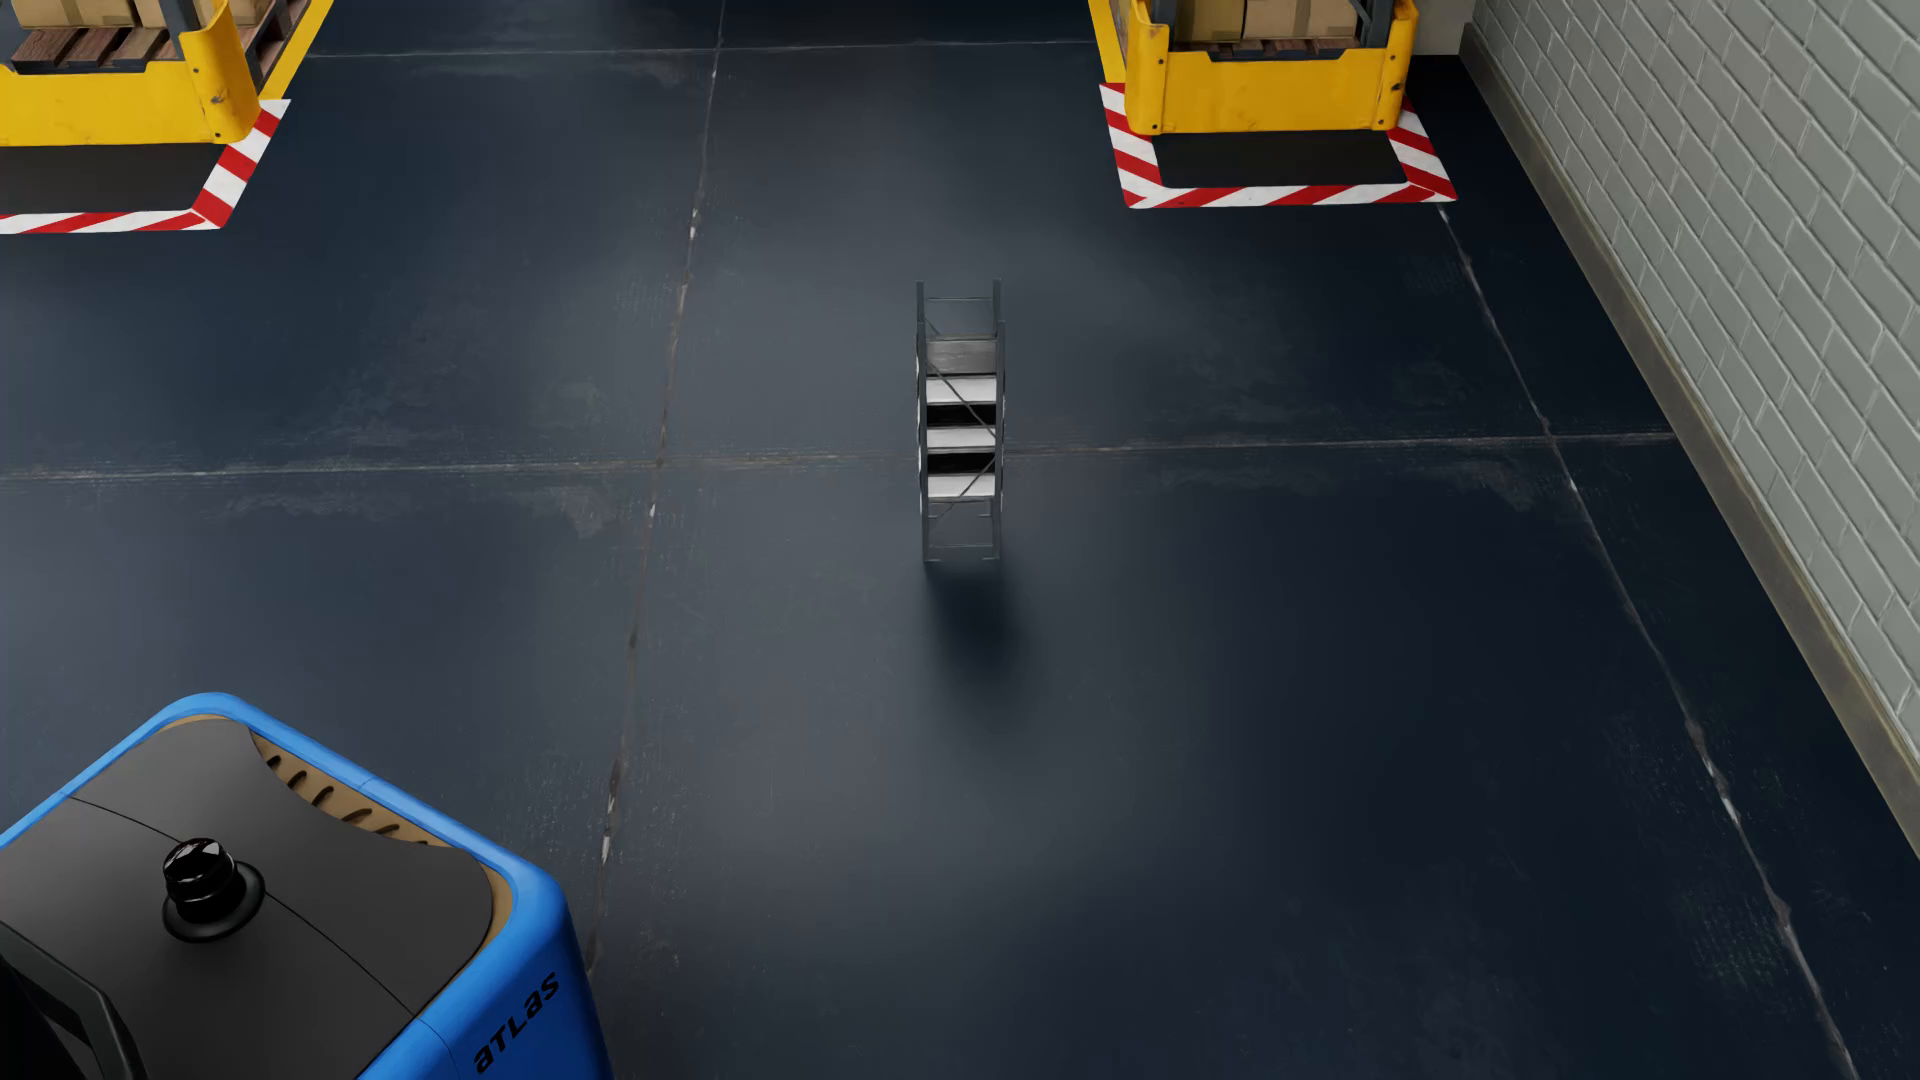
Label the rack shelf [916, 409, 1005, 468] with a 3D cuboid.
[{"bbox_3d":[0.000,-0.313,4.974,0.258,0.077,0.200,-2,43,-2],"label":"rack shelf"}]

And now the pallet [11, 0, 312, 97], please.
[{"bbox_3d":[-3.649,-2.421,7.735,1.003,0.211,1.213,-2,43,-2],"label":"pallet"}]

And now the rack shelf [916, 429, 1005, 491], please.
[{"bbox_3d":[0.000,-0.246,5.035,0.258,0.077,0.200,-2,43,-2],"label":"rack shelf"}]

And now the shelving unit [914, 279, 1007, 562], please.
[{"bbox_3d":[0.000,-0.337,4.952,0.258,0.900,0.210,-2,43,-2],"label":"shelving unit"}]

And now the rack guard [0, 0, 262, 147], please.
[{"bbox_3d":[-3.649,-1.978,7.038,1.175,0.500,0.348,-2,43,-2],"label":"rack guard"}]

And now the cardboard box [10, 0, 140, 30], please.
[{"bbox_3d":[-3.950,-2.543,7.529,0.500,0.250,0.500,-2,43,-2],"label":"cardboard box"}]

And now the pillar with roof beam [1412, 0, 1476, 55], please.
[{"bbox_3d":[-2.117,-5.577,4.674,9.100,9.000,0.400,-2,43,-2],"label":"pillar with roof beam"}]

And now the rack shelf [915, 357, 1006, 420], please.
[{"bbox_3d":[0.000,-0.445,4.853,0.258,0.077,0.200,-2,43,-2],"label":"rack shelf"}]

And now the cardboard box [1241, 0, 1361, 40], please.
[{"bbox_3d":[1.487,-2.471,7.450,0.500,0.250,0.500,-1,43,-2],"label":"cardboard box"}]

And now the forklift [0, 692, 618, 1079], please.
[{"bbox_3d":[-1.892,1.013,1.975,1.130,2.935,3.031,22,47,23],"label":"forklift"}]

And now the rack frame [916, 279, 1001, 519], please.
[{"bbox_3d":[-0.005,-0.406,5.027,0.240,0.900,0.006,-2,43,-2],"label":"rack frame"}]

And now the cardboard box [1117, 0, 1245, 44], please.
[{"bbox_3d":[0.977,-2.442,7.419,0.500,0.250,0.500,-1,43,-1],"label":"cardboard box"}]

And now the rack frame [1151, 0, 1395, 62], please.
[{"bbox_3d":[1.313,-2.993,6.295,1.000,3.000,0.127,-2,43,-2],"label":"rack frame"}]

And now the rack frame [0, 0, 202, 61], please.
[{"bbox_3d":[-3.646,-2.848,6.137,1.000,3.000,0.127,-2,43,-2],"label":"rack frame"}]

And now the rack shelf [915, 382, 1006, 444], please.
[{"bbox_3d":[0.000,-0.379,4.914,0.258,0.077,0.200,-2,43,-2],"label":"rack shelf"}]

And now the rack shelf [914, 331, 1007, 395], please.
[{"bbox_3d":[0.000,-0.512,4.792,0.258,0.077,0.200,-2,43,-2],"label":"rack shelf"}]

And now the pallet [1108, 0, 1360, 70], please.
[{"bbox_3d":[1.239,-2.480,7.799,1.003,0.211,1.213,-2,43,-2],"label":"pallet"}]

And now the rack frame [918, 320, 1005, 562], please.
[{"bbox_3d":[0.004,-0.269,4.877,0.240,0.900,0.006,-2,43,-2],"label":"rack frame"}]

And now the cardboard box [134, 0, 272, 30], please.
[{"bbox_3d":[-3.404,-2.542,7.527,0.500,0.250,0.500,-2,43,-2],"label":"cardboard box"}]

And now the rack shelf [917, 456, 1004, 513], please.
[{"bbox_3d":[0.000,-0.180,5.096,0.258,0.077,0.200,-2,43,-2],"label":"rack shelf"}]

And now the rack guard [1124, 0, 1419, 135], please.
[{"bbox_3d":[1.314,-2.055,7.122,1.175,0.500,0.348,-2,43,-2],"label":"rack guard"}]
